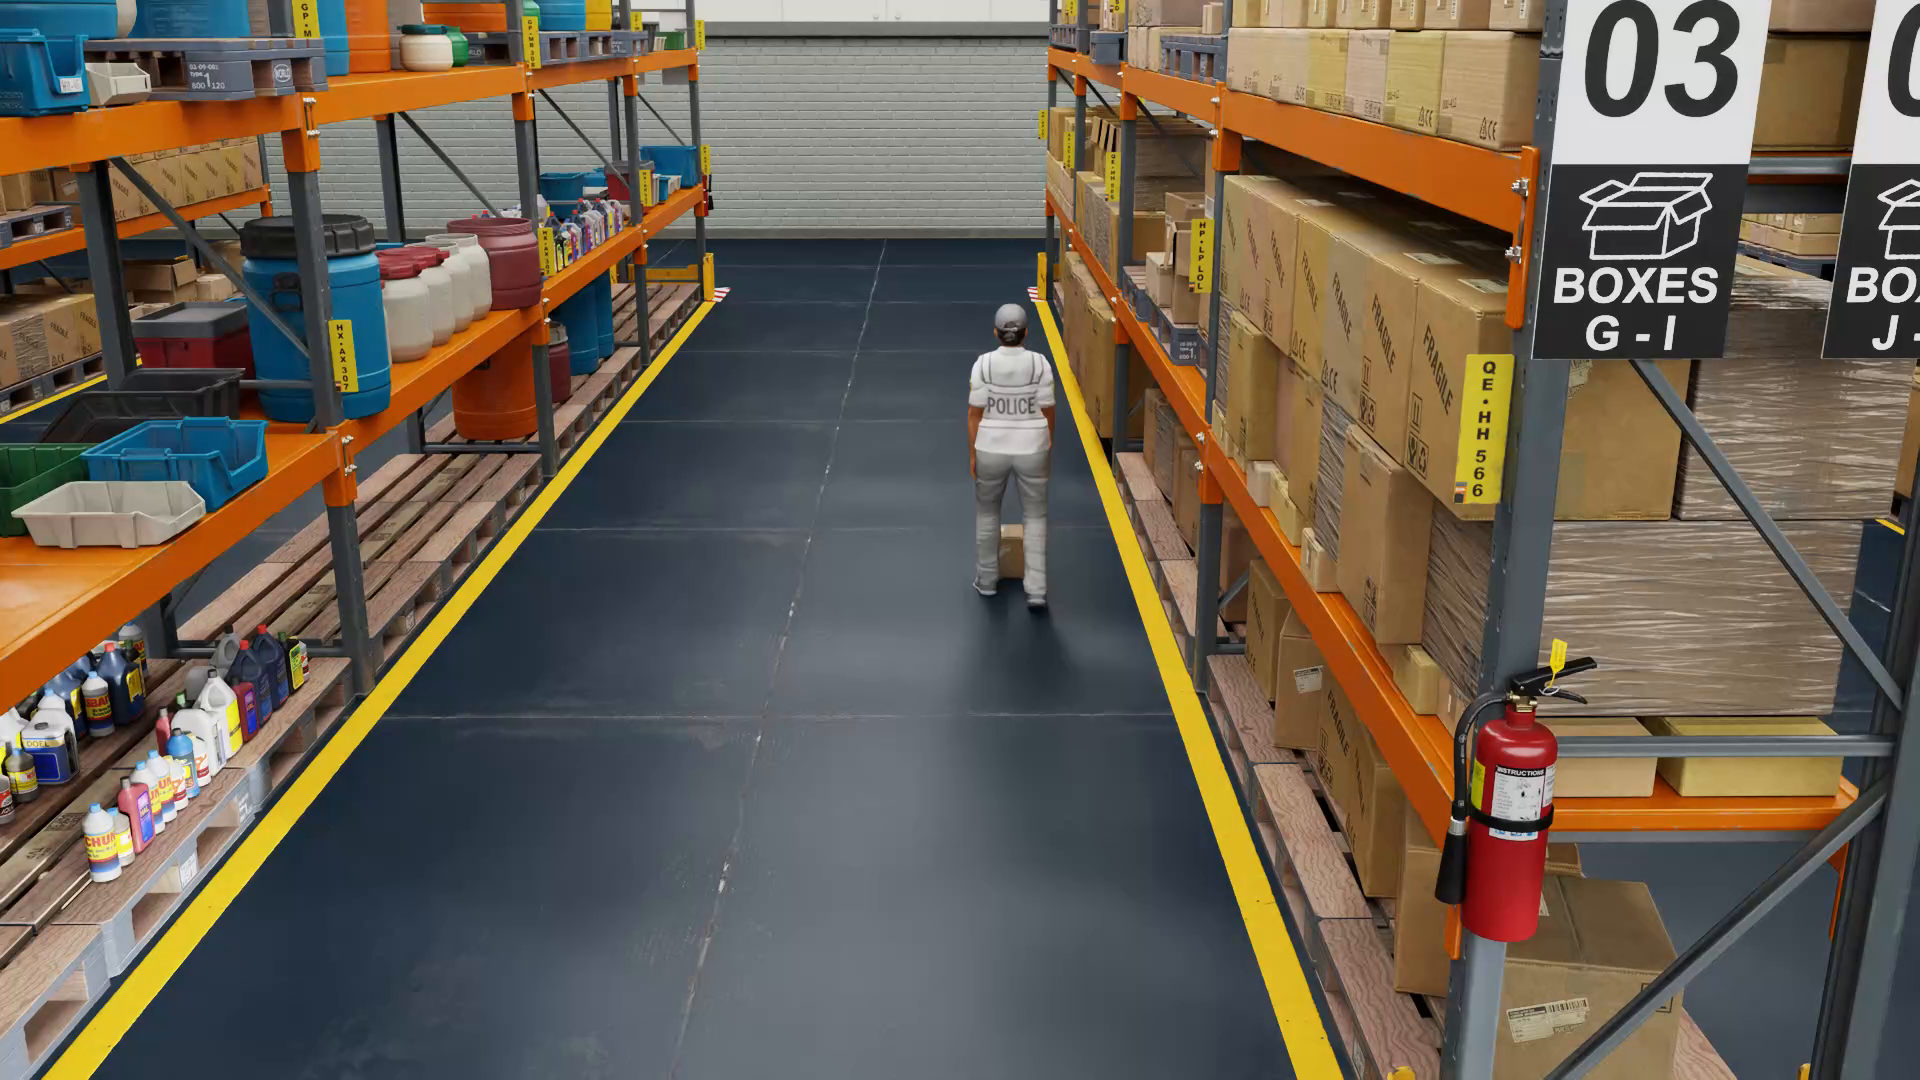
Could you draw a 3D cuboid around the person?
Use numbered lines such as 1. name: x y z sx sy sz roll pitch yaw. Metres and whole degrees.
1. person: 0.278 -0.449 9.081 0.477 1.698 0.534 0 17 0
